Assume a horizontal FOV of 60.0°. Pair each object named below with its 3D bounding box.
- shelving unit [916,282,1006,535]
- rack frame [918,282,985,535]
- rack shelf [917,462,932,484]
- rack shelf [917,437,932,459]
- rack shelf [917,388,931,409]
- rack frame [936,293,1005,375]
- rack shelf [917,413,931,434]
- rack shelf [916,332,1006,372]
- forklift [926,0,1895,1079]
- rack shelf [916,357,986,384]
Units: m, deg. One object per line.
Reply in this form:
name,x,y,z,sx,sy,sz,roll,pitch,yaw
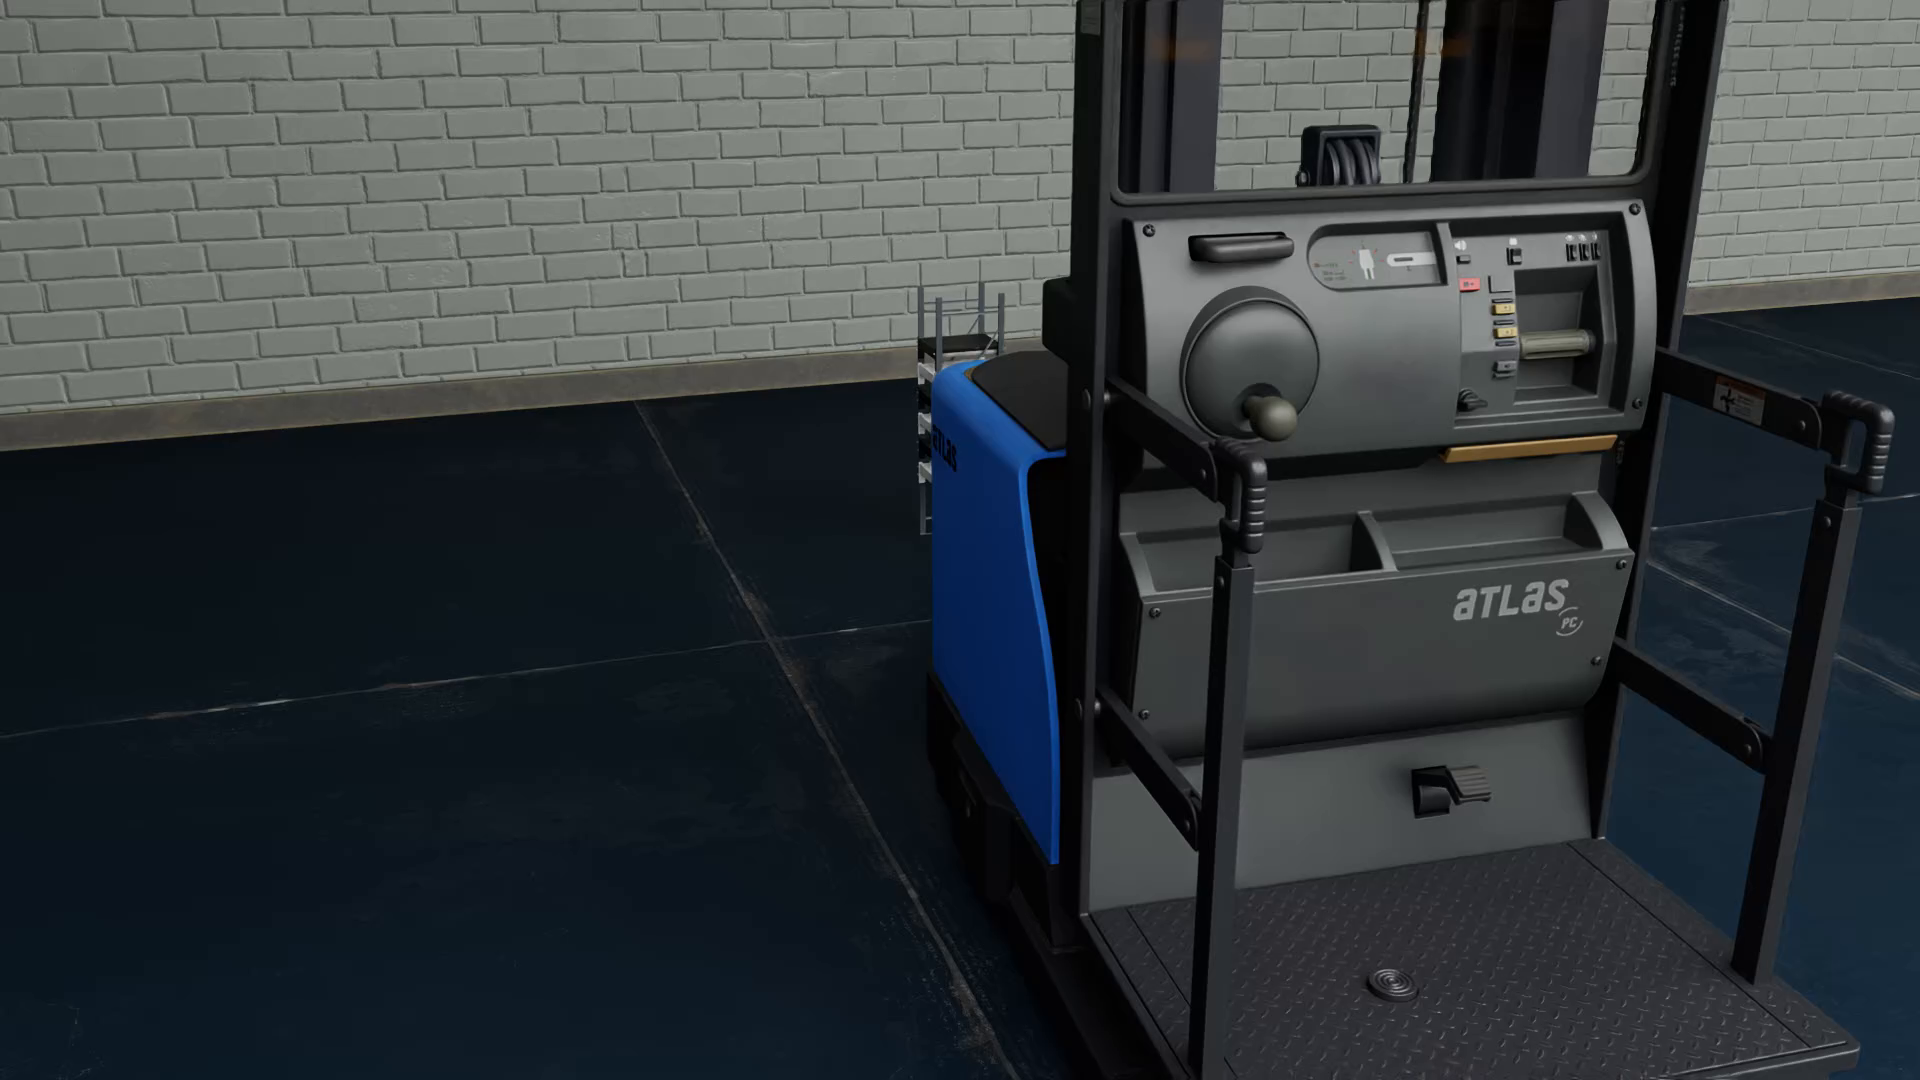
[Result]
shelving unit,0.003,-0.421,5.757,0.258,0.900,0.210,-6,21,-17
rack frame,-0.029,-0.454,5.848,0.240,0.900,0.006,-6,21,-17
rack shelf,0.003,-0.220,5.829,0.258,0.077,0.200,-6,21,-17
rack shelf,0.003,-0.305,5.799,0.258,0.077,0.200,-6,21,-17
rack shelf,0.003,-0.474,5.738,0.258,0.077,0.200,-6,21,-17
rack frame,0.034,-0.388,5.666,0.240,0.900,0.006,-6,21,-17
rack shelf,0.003,-0.390,5.768,0.258,0.077,0.200,-6,21,-17
rack shelf,0.003,-0.644,5.677,0.258,0.077,0.200,-6,21,-17
forklift,0.787,-0.349,2.553,1.130,2.935,3.031,-5,20,-14
rack shelf,0.003,-0.559,5.708,0.258,0.077,0.200,-6,21,-17
